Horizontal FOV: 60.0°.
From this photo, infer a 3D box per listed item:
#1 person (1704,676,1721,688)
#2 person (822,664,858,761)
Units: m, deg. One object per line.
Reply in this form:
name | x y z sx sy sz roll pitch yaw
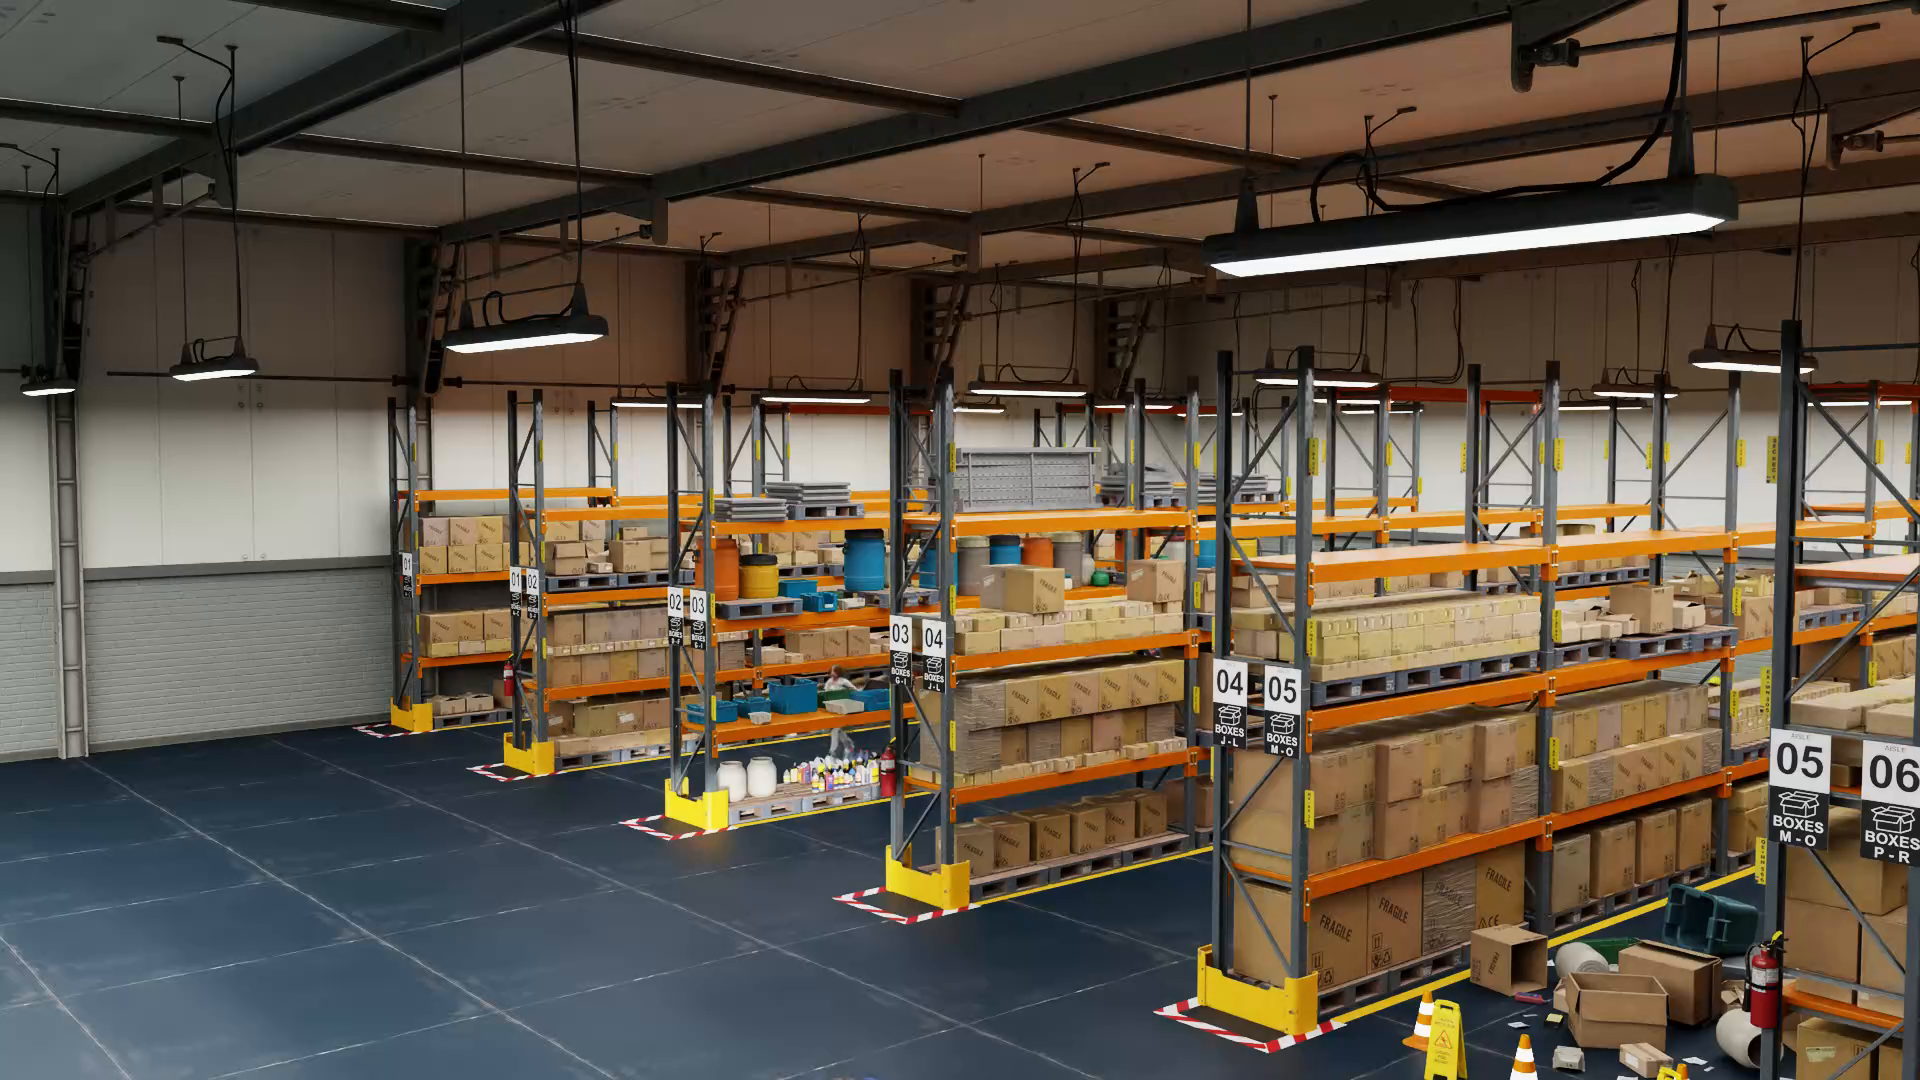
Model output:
person | 11.045 2.872 24.364 0.665 1.760 0.699 -2 4 -31
person | -1.956 2.783 26.714 0.558 1.610 0.837 2 4 36
